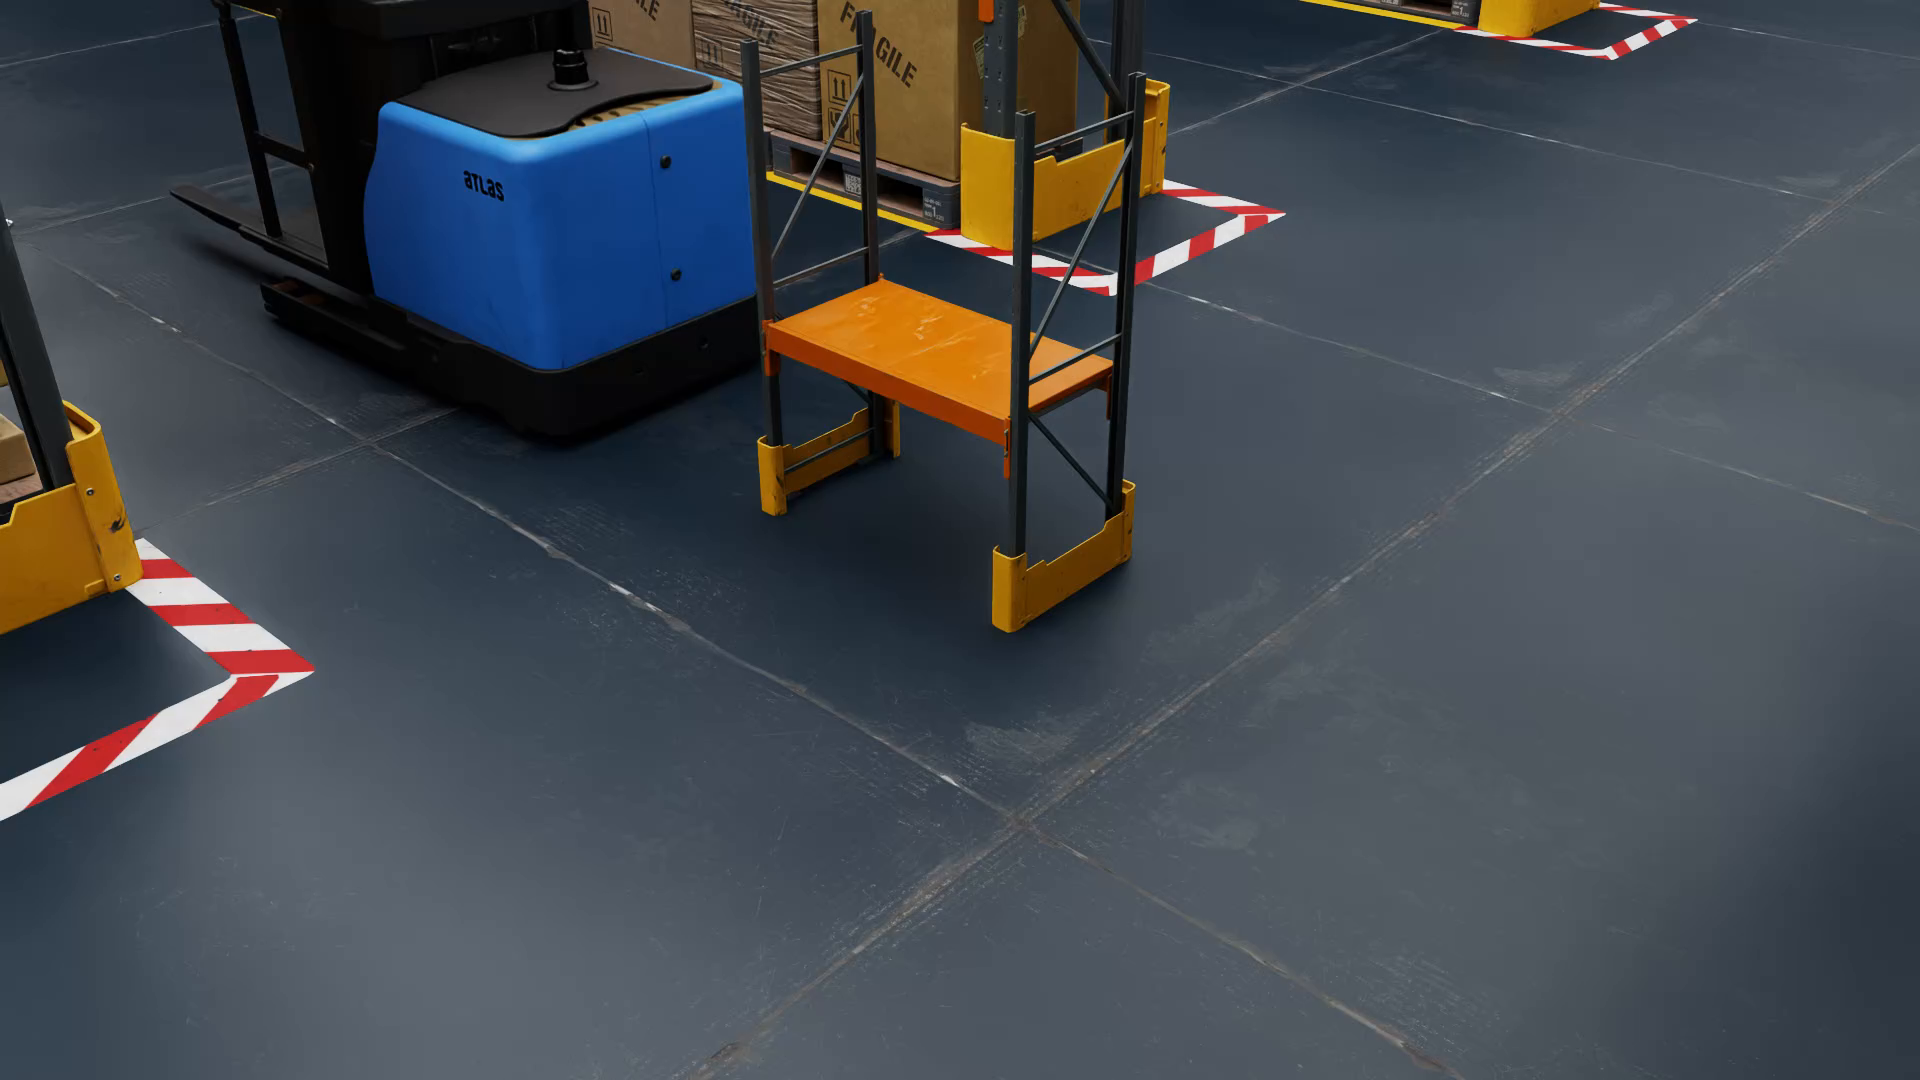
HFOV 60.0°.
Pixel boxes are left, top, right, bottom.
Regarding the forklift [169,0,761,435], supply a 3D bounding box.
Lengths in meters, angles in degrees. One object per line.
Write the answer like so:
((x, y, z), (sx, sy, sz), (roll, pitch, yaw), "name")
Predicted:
((-2.169, -2.246, 6.140), (3.031, 2.935, 1.130), (24, 39, 34), "forklift")

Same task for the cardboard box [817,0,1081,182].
((-0.050, -2.305, 7.824), (0.875, 0.875, 0.875), (25, 39, 35), "cardboard box")

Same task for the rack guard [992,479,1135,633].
((0.313, 0.039, 4.943), (0.087, 0.250, 0.587), (25, 39, 35), "rack guard")

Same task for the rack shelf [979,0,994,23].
((-1.004, -3.229, 8.402), (4.000, 0.370, 1.077), (25, 39, 35), "rack shelf")

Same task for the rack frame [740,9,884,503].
((-0.440, -0.848, 5.204), (0.032, 1.500, 0.500), (25, 39, 35), "rack frame")

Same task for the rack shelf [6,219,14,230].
((-4.407, -1.367, 5.310), (4.000, 0.370, 1.077), (25, 39, 35), "rack shelf")

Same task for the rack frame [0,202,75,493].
((-2.925, -0.983, 3.975), (0.127, 3.000, 1.000), (25, 39, 35), "rack frame")

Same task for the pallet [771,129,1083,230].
((-0.167, -1.897, 8.196), (1.213, 0.211, 1.003), (25, 39, 35), "pallet")

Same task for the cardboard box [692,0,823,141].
((-0.724, -2.620, 8.347), (0.875, 0.875, 0.875), (25, 39, 35), "cardboard box")

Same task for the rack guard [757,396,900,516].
((-0.426, -0.306, 5.516), (0.087, 0.250, 0.587), (25, 39, 35), "rack guard")

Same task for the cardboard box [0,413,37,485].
((-3.098, -0.245, 5.106), (0.250, 0.149, 0.380), (26, 40, 36), "cardboard box")

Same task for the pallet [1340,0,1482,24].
((3.217, -3.844, 11.431), (1.213, 0.211, 1.003), (25, 39, 35), "pallet")

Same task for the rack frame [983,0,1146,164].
((0.479, -2.845, 7.067), (0.127, 3.000, 1.000), (25, 39, 35), "rack frame")

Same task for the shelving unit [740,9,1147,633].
((-0.057, -0.669, 4.907), (1.083, 1.500, 0.587), (25, 39, 35), "shelving unit")

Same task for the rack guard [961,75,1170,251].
((0.496, -1.766, 7.698), (0.348, 0.500, 1.175), (25, 39, 35), "rack guard")

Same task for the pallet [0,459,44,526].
((-3.560, -0.109, 5.227), (1.213, 0.211, 1.003), (25, 39, 35), "pallet")

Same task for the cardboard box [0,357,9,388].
((-3.085, -0.508, 4.965), (0.250, 0.149, 0.380), (23, 38, 33), "cardboard box")

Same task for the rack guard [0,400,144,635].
((-2.981, 0.062, 4.663), (0.348, 0.500, 1.175), (25, 39, 35), "rack guard")

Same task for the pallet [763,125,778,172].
((-1.067, -2.319, 8.898), (1.213, 0.211, 1.003), (25, 39, 35), "pallet")

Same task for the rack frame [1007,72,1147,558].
((0.314, -0.496, 4.620), (0.032, 1.500, 0.500), (25, 39, 35), "rack frame")

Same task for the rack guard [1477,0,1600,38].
((3.829, -3.664, 10.852), (0.348, 0.500, 1.175), (25, 39, 35), "rack guard")

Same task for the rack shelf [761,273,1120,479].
((-0.063, -0.518, 5.005), (1.000, 0.185, 0.538), (25, 39, 35), "rack shelf")

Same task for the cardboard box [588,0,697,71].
((-1.384, -2.928, 8.859), (0.875, 0.875, 0.875), (25, 39, 35), "cardboard box")
